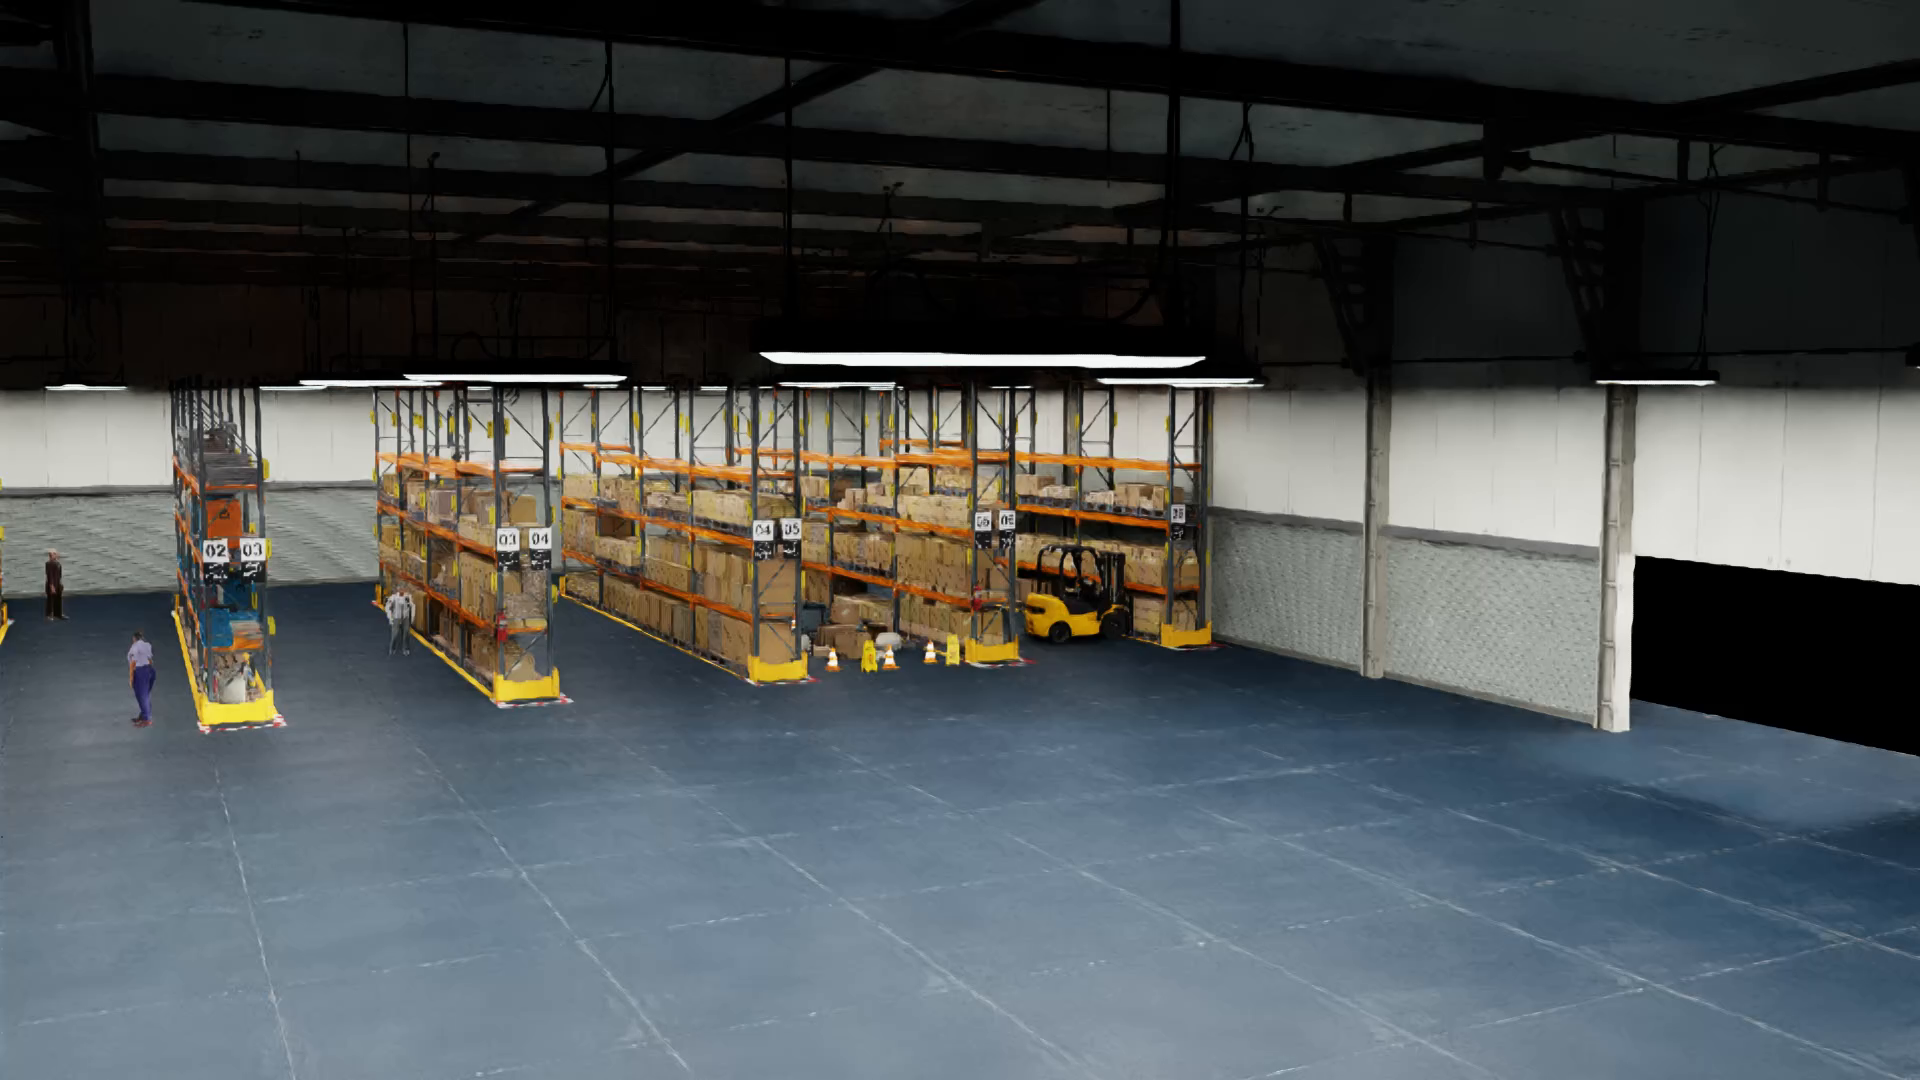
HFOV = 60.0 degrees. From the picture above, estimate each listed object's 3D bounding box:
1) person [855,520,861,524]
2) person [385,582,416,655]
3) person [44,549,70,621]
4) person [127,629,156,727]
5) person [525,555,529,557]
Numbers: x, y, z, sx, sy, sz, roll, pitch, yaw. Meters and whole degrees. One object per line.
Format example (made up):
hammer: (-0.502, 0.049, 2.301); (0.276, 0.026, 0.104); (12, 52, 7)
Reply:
person: (-3.150, 0.192, 52.754); (0.571, 1.666, 0.375); (3, 6, 31)
person: (-12.179, 1.698, 36.211); (0.639, 1.632, 0.512); (-3, 6, -28)
person: (-22.689, 1.113, 41.667); (0.466, 1.783, 0.666); (-1, 5, -6)
person: (-14.106, 2.350, 28.598); (0.541, 1.645, 0.600); (0, 5, 5)
person: (-12.377, 0.716, 46.739); (0.577, 1.687, 1.121); (-2, 6, -24)
